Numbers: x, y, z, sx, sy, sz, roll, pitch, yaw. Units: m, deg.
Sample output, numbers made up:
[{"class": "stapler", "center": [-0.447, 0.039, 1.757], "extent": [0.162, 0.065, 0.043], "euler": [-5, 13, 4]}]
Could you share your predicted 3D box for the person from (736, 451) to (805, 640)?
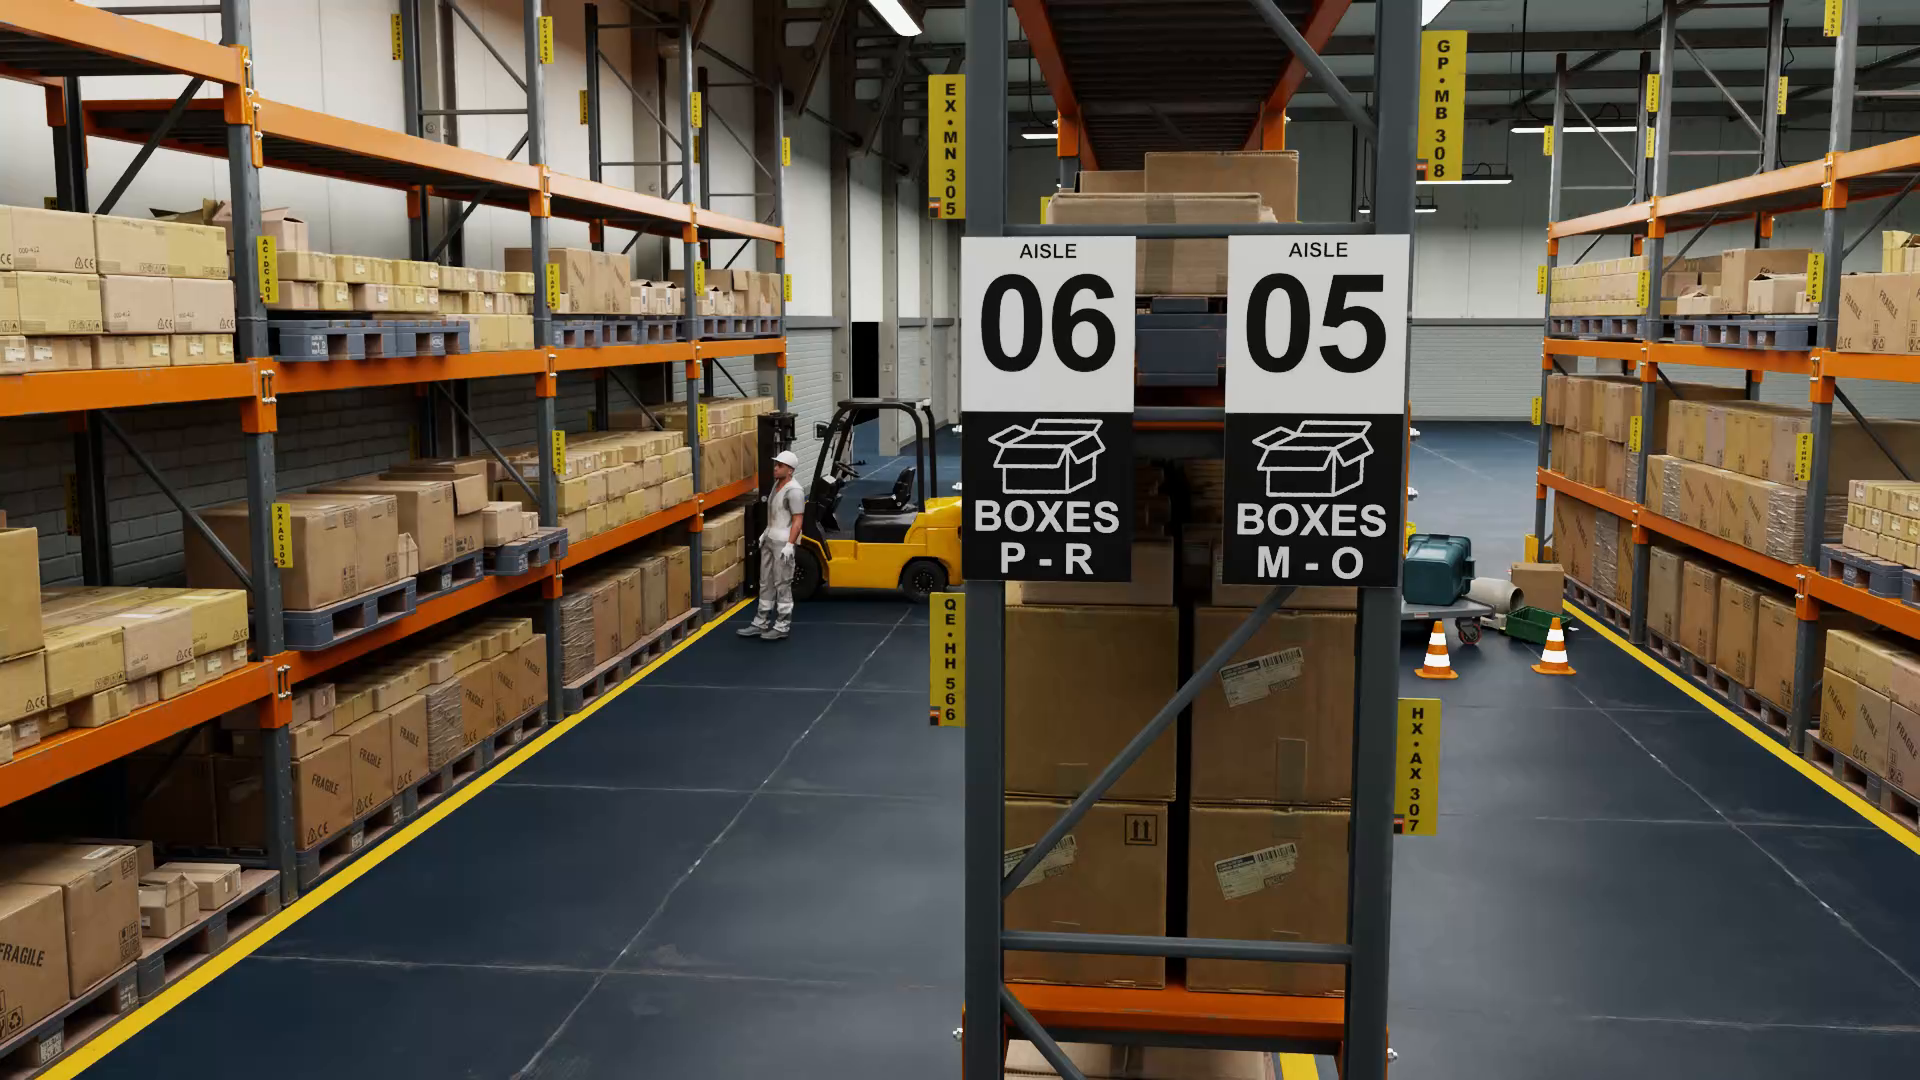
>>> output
[{"class": "person", "center": [-1.775, 0.050, 15.741], "extent": [0.562, 1.789, 0.637], "euler": [-4, 9, -30]}]
